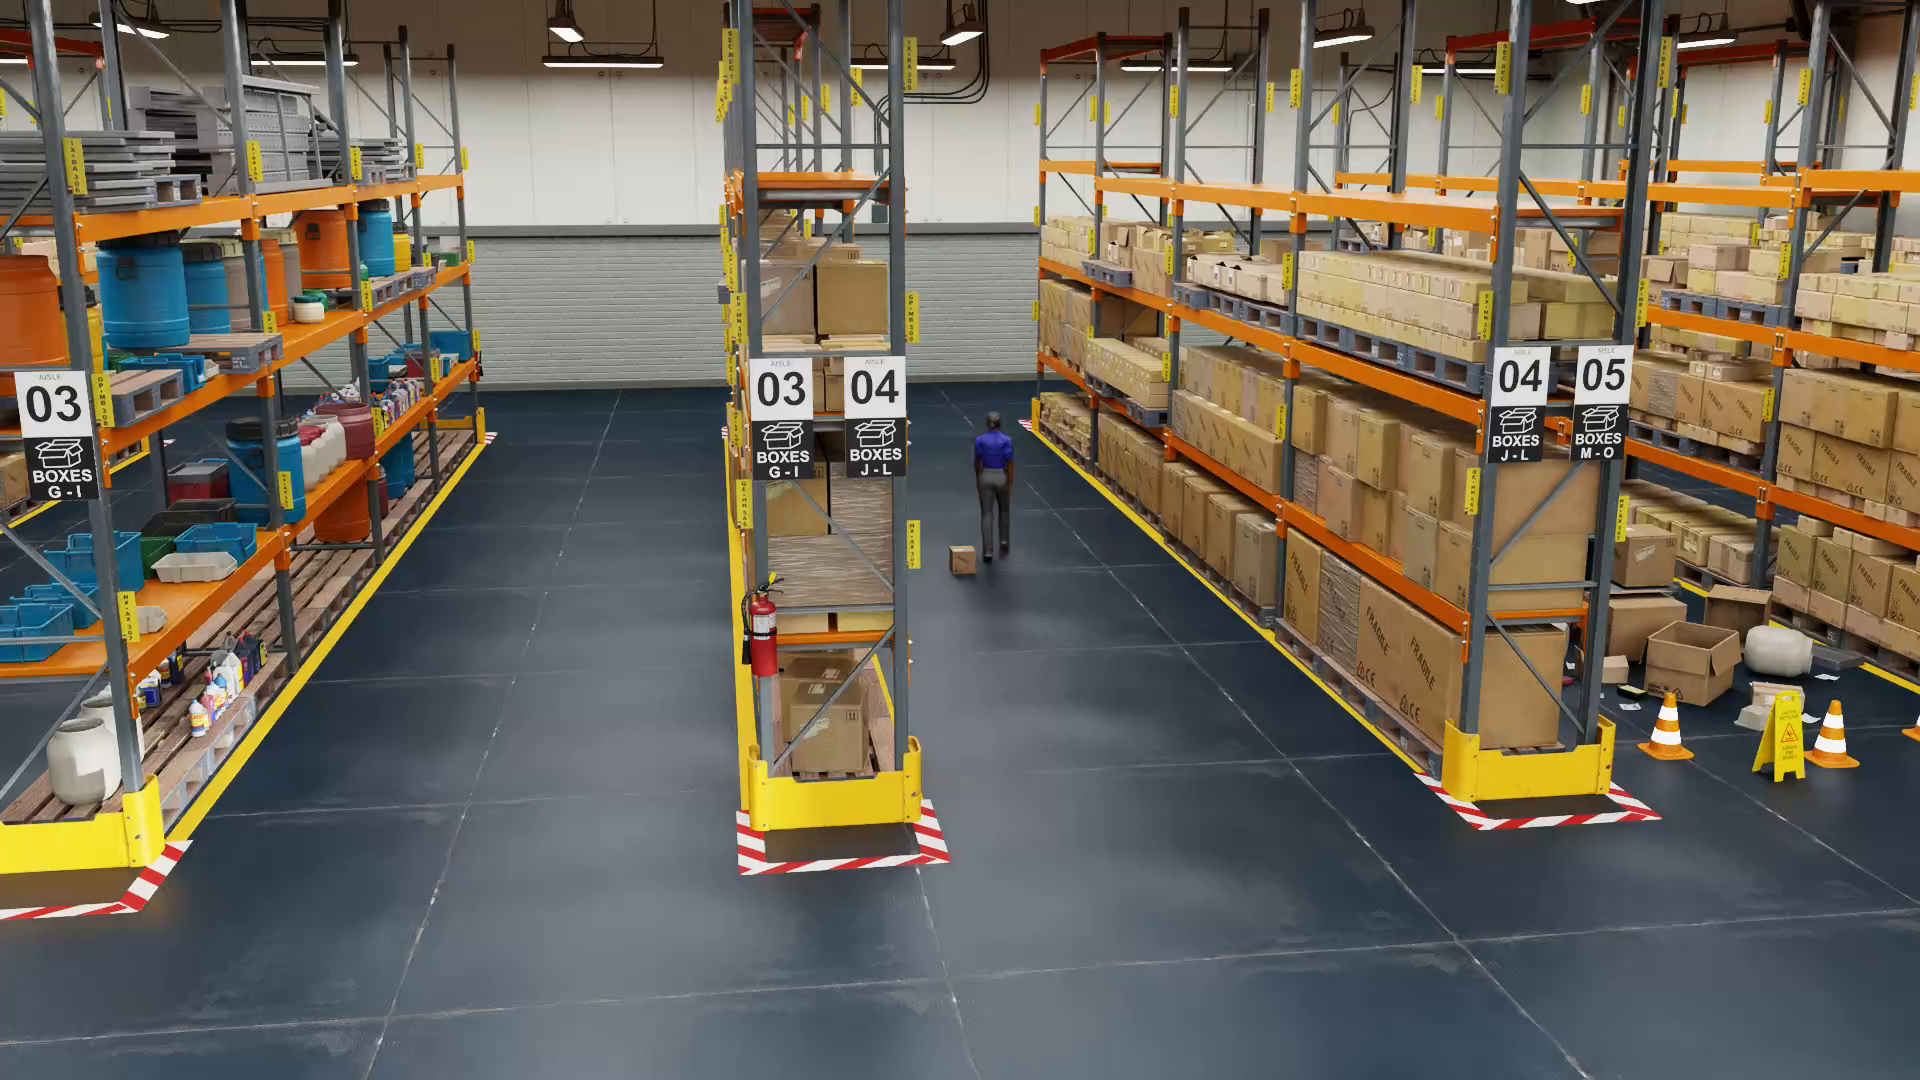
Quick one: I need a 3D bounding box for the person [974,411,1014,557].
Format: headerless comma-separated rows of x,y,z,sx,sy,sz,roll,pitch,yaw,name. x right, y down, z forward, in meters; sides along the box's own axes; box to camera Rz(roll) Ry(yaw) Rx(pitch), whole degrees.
0.384,-0.656,18.763,0.458,1.644,0.880,1,13,3,person
